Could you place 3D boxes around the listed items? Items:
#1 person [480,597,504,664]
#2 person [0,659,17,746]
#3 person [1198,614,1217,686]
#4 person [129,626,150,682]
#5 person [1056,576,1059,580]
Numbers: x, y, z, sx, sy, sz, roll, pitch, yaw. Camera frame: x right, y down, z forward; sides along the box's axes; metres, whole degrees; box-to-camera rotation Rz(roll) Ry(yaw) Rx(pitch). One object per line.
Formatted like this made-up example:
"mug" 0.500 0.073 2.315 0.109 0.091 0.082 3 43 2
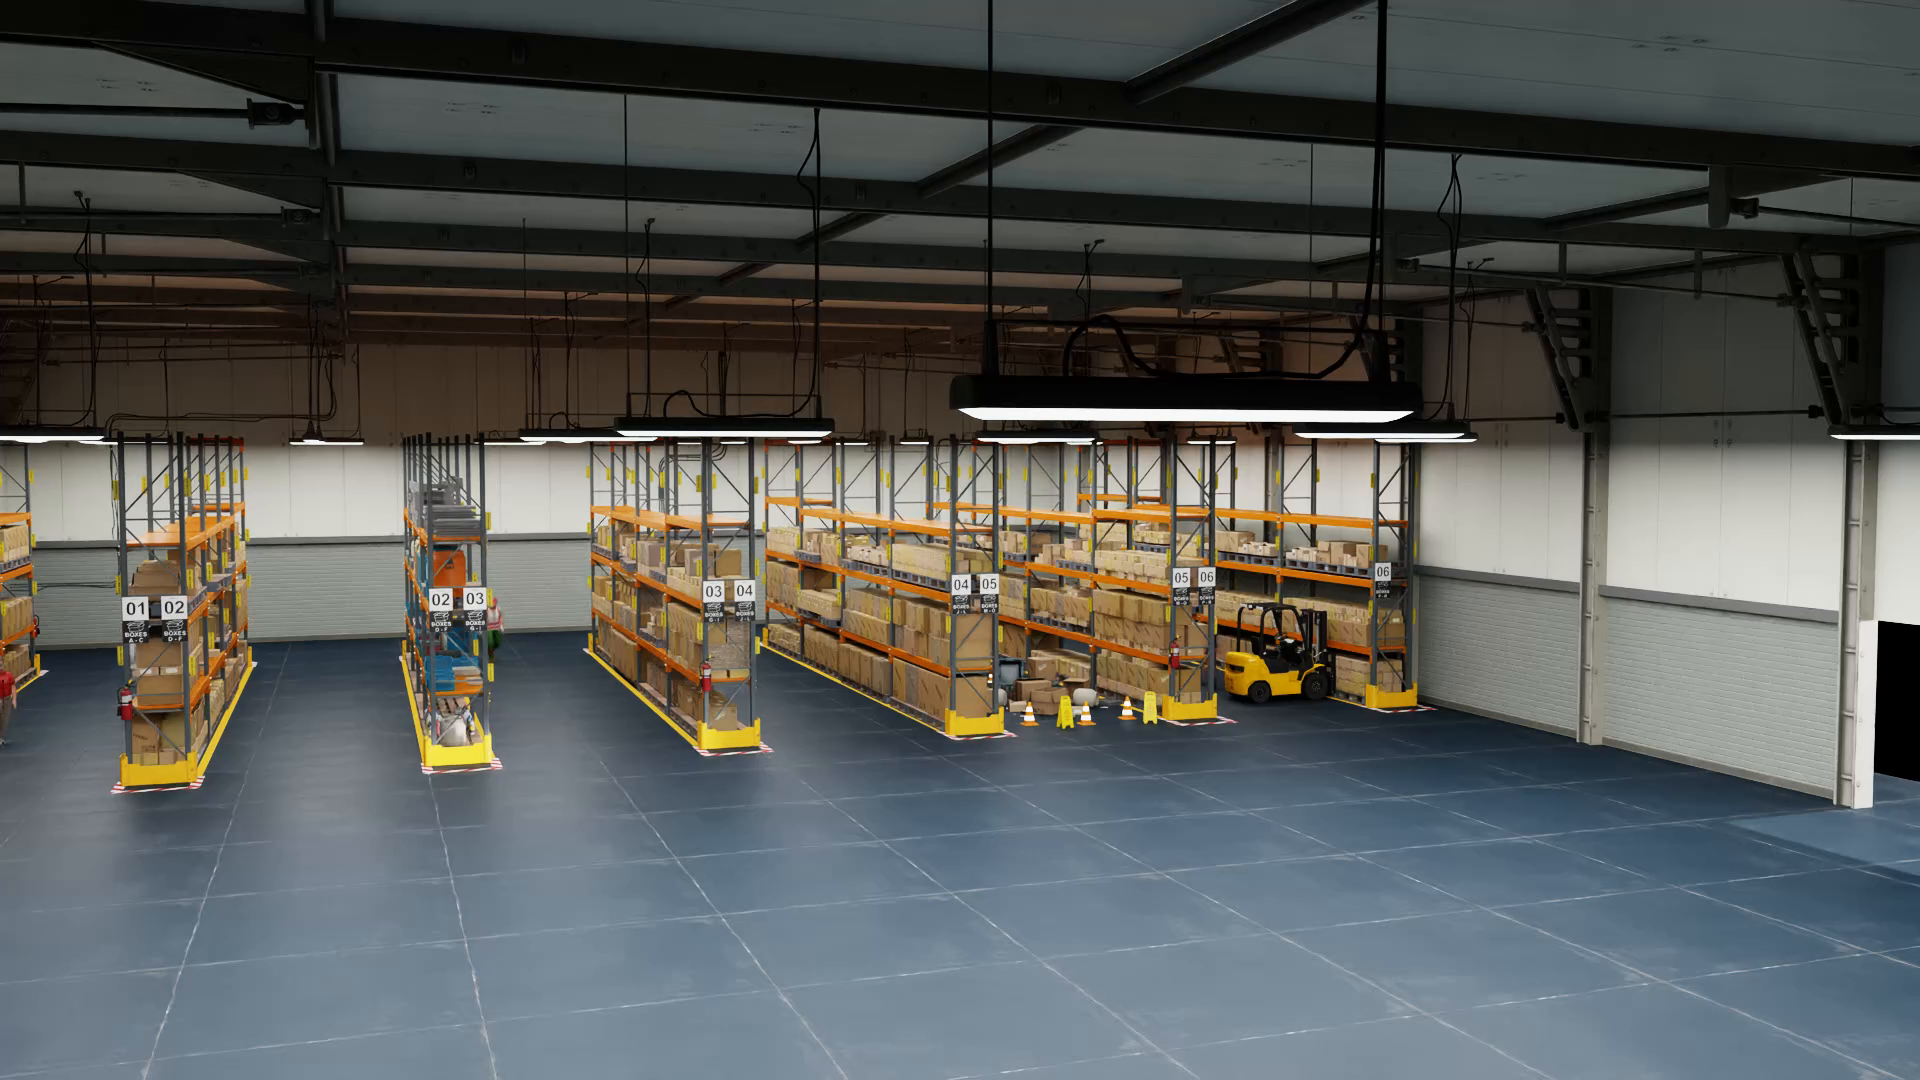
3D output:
"person" -12.553 2.388 44.415 0.612 1.762 0.719 -2 4 -37
"person" -18.283 3.103 31.682 1.071 1.664 0.570 3 4 40
"person" 5.990 2.678 39.936 0.552 1.769 0.613 -2 4 -27
"person" -20.242 2.569 40.977 0.575 1.790 0.727 -2 4 -27
"person" 3.169 1.962 52.674 0.663 1.654 0.454 -1 3 -21
